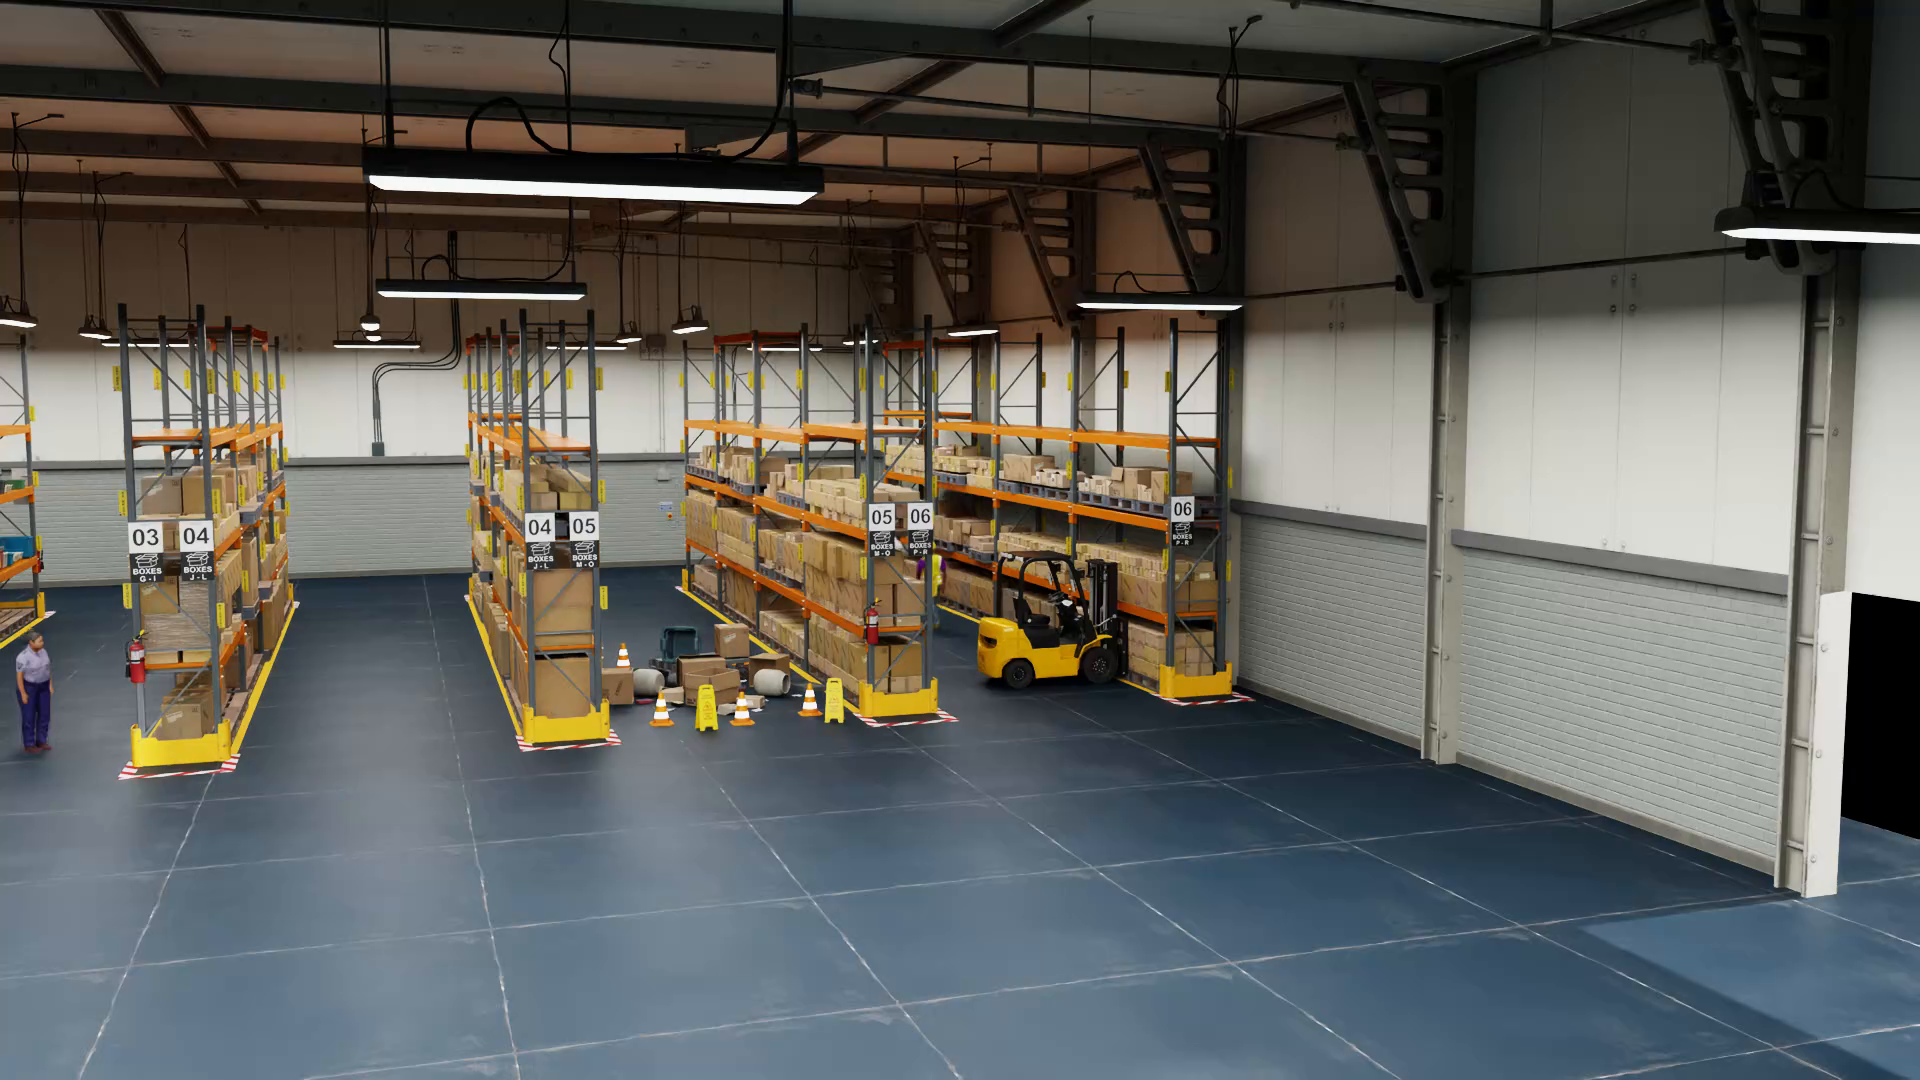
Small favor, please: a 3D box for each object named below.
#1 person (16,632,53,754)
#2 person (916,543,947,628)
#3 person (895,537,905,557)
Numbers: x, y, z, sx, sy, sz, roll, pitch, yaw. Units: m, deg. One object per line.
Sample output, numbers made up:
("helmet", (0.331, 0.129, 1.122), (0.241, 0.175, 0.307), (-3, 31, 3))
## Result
("person", (-12.550, 2.057, 22.533), (0.387, 1.662, 0.507), (2, 6, 18))
("person", (-0.608, 0.927, 33.720), (0.540, 1.806, 0.620), (-4, 7, -36))
("person", (-1.387, 0.607, 36.316), (0.365, 1.686, 0.470), (-1, 6, -11))
